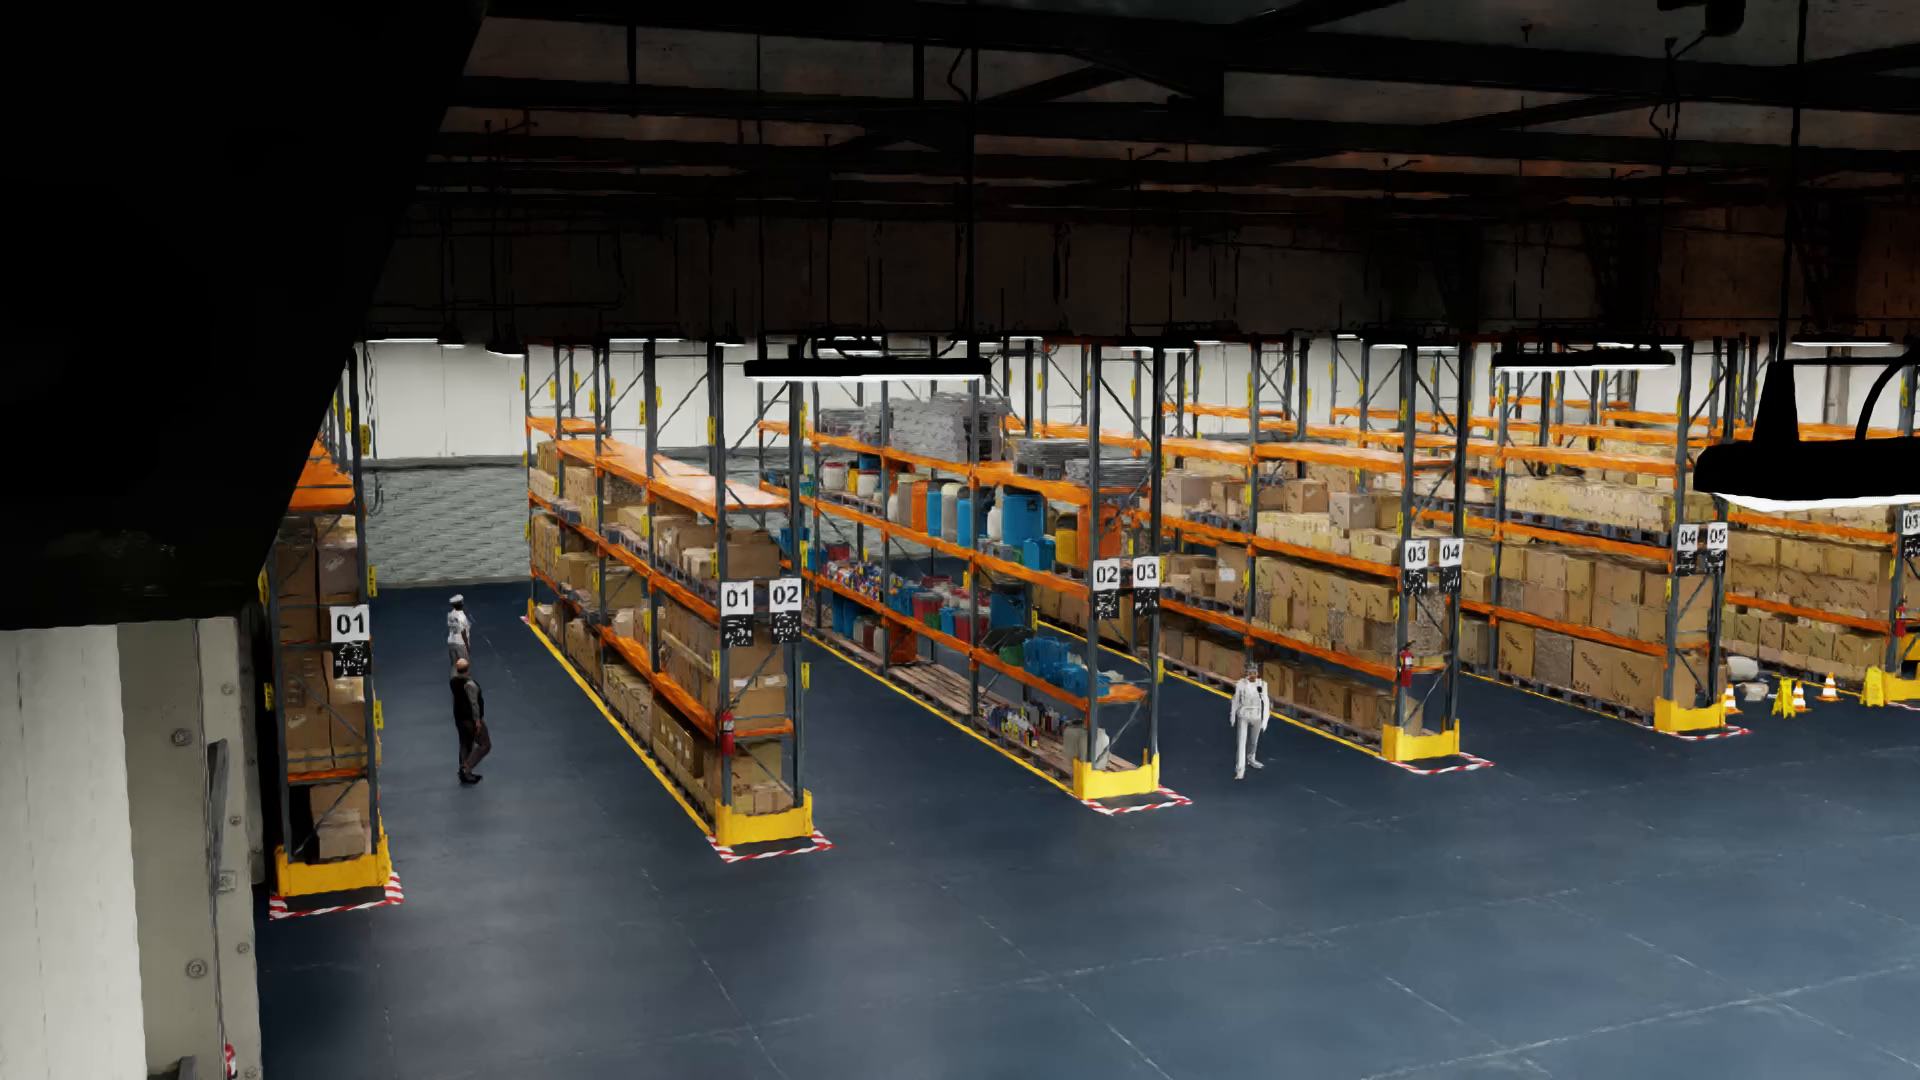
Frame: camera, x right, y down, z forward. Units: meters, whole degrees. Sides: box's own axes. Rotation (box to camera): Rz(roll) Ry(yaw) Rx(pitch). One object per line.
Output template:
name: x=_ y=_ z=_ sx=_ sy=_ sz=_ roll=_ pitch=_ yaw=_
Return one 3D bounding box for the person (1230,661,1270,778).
person: x=4.038 y=2.458 z=23.117 sx=0.525 sy=1.622 sz=0.930 roll=0 pitch=8 yaw=2

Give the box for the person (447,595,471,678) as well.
person: x=-8.432 y=1.805 z=28.070 sx=0.526 sy=1.737 sz=0.372 roll=6 pitch=10 yaw=40

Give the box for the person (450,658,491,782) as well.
person: x=-6.724 y=2.467 z=22.710 sx=0.575 sy=1.718 sz=0.445 roll=6 pitch=10 yaw=40
